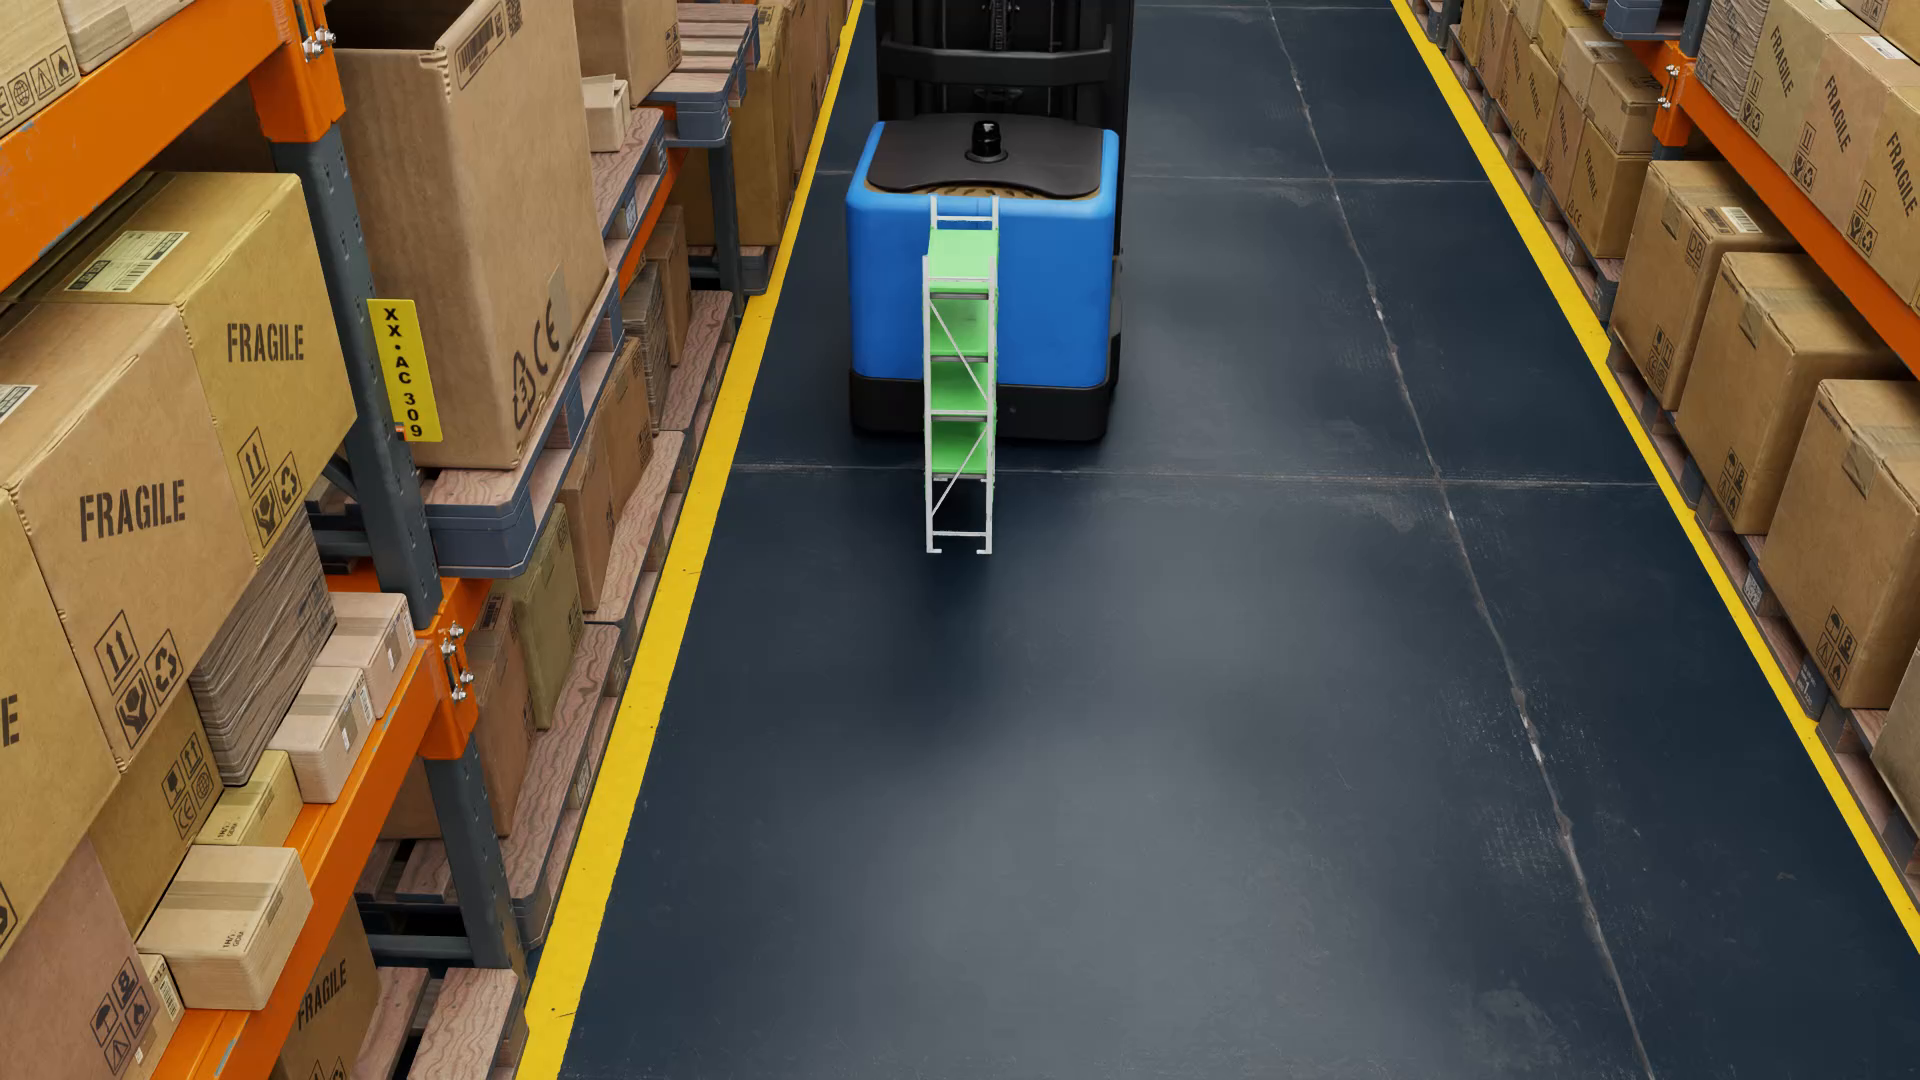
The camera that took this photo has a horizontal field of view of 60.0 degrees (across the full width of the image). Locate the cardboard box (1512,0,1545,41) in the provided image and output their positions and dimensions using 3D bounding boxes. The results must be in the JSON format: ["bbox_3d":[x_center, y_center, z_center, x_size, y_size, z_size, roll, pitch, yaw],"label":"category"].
[{"bbox_3d":[3.266,-2.856,8.862,0.500,0.250,0.500,3,35,4],"label":"cardboard box"}]

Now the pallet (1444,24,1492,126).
[{"bbox_3d":[3.574,-2.829,10.092,1.003,0.211,1.213,1,35,2],"label":"pallet"}]

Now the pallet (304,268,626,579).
[{"bbox_3d":[-1.494,-0.351,4.308,1.003,0.211,1.213,1,35,2],"label":"pallet"}]

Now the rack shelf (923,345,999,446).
[{"bbox_3d":[0.007,-0.534,6.077,0.258,0.148,0.480,1,35,2],"label":"rack shelf"}]

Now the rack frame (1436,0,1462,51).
[{"bbox_3d":[3.603,-4.418,9.927,1.000,3.000,0.127,1,35,2],"label":"rack frame"}]

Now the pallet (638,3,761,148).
[{"bbox_3d":[-1.431,-1.802,6.372,1.213,0.211,1.003,1,35,2],"label":"pallet"}]

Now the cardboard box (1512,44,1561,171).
[{"bbox_3d":[3.238,-2.255,8.659,0.500,0.500,0.500,0,35,0],"label":"cardboard box"}]

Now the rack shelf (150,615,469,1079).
[{"bbox_3d":[-1.750,1.449,2.205,1.077,0.370,4.000,1,35,2],"label":"rack shelf"}]

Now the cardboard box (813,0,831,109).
[{"bbox_3d":[-1.389,-3.011,9.409,1.225,0.875,0.875,0,35,0],"label":"cardboard box"}]

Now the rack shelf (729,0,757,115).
[{"bbox_3d":[-1.429,-3.147,8.745,1.077,0.370,4.000,1,35,2],"label":"rack shelf"}]

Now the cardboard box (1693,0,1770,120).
[{"bbox_3d":[3.155,-1.909,6.270,0.500,0.500,0.500,2,35,2],"label":"cardboard box"}]

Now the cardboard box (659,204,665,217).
[{"bbox_3d":[-1.506,-1.371,6.731,0.500,0.250,0.500,3,35,4],"label":"cardboard box"}]

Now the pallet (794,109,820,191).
[{"bbox_3d":[-1.350,-2.302,9.341,1.003,0.211,1.213,1,35,2],"label":"pallet"}]

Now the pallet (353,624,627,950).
[{"bbox_3d":[-1.640,0.700,5.071,1.003,0.211,1.213,1,35,2],"label":"pallet"}]

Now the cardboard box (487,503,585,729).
[{"bbox_3d":[-1.586,0.223,5.116,0.700,0.500,0.500,1,35,2],"label":"cardboard box"}]

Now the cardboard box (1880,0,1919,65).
[{"bbox_3d":[3.377,-1.726,5.141,0.700,0.500,0.500,1,35,1],"label":"cardboard box"}]

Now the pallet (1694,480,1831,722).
[{"bbox_3d":[3.284,0.172,5.822,1.003,0.211,1.213,1,35,2],"label":"pallet"}]

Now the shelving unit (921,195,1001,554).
[{"bbox_3d":[0.007,-0.586,6.040,0.258,1.200,0.503,1,35,2],"label":"shelving unit"}]

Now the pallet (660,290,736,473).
[{"bbox_3d":[-1.542,-0.702,7.066,1.003,0.211,1.213,1,35,2],"label":"pallet"}]

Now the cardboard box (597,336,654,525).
[{"bbox_3d":[-1.541,-0.419,6.029,0.700,0.500,0.500,4,35,6],"label":"cardboard box"}]

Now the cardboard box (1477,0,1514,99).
[{"bbox_3d":[3.289,-2.844,9.497,0.500,0.500,0.500,3,35,4],"label":"cardboard box"}]

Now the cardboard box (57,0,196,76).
[{"bbox_3d":[-1.427,-0.892,2.432,0.500,0.250,0.500,3,35,4],"label":"cardboard box"}]

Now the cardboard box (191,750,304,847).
[{"bbox_3d":[-1.474,0.525,3.113,0.380,0.149,0.250,1,35,2],"label":"cardboard box"}]

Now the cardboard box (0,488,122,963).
[{"bbox_3d":[-1.453,0.274,2.037,0.500,0.500,0.500,1,35,2],"label":"cardboard box"}]

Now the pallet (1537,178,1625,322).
[{"bbox_3d":[3.476,-1.428,8.098,1.003,0.211,1.213,1,35,2],"label":"pallet"}]

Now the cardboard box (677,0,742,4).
[{"bbox_3d":[-1.218,-2.606,7.262,0.500,0.500,0.500,2,35,3],"label":"cardboard box"}]

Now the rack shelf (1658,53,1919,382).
[{"bbox_3d":[3.362,-0.676,5.229,1.077,0.370,4.000,1,35,2],"label":"rack shelf"}]

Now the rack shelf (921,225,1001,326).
[{"bbox_3d":[0.007,-0.926,5.801,0.258,0.148,0.480,1,35,2],"label":"rack shelf"}]

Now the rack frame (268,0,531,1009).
[{"bbox_3d":[-1.670,0.006,3.633,1.000,3.000,0.127,1,35,2],"label":"rack frame"}]

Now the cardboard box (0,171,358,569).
[{"bbox_3d":[-1.413,-0.301,2.854,0.500,0.500,0.500,1,35,2],"label":"cardboard box"}]

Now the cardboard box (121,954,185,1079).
[{"bbox_3d":[-1.515,0.812,2.705,0.380,0.149,0.250,1,35,2],"label":"cardboard box"}]

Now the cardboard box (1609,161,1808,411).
[{"bbox_3d":[3.328,-1.023,6.688,1.050,0.750,0.750,1,35,1],"label":"cardboard box"}]

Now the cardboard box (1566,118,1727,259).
[{"bbox_3d":[3.208,-1.653,7.802,0.500,0.500,0.500,1,35,2],"label":"cardboard box"}]

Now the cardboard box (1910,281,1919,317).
[{"bbox_3d":[3.077,-0.749,4.620,0.500,0.500,0.500,2,35,2],"label":"cardboard box"}]

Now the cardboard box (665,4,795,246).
[{"bbox_3d":[-1.461,-1.991,7.956,1.225,0.875,0.875,0,35,0],"label":"cardboard box"}]

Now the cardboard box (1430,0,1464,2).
[{"bbox_3d":[3.279,-3.656,10.958,0.380,0.149,0.250,2,35,2],"label":"cardboard box"}]

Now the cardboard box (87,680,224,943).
[{"bbox_3d":[-1.805,0.387,2.745,0.875,0.500,0.500,1,35,2],"label":"cardboard box"}]

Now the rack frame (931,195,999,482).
[{"bbox_3d":[0.016,-0.726,6.240,0.240,1.200,0.015,1,35,2],"label":"rack frame"}]

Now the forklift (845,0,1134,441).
[{"bbox_3d":[0.212,-2.428,7.155,1.130,2.935,3.031,3,35,5],"label":"forklift"}]

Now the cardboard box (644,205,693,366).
[{"bbox_3d":[-1.516,-1.064,6.947,0.700,0.500,0.500,0,35,-1],"label":"cardboard box"}]

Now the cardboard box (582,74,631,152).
[{"bbox_3d":[-1.306,-1.445,5.449,0.396,0.266,0.258,0,35,1],"label":"cardboard box"}]

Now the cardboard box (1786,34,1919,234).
[{"bbox_3d":[3.117,-1.327,5.442,0.500,0.500,0.500,1,35,2],"label":"cardboard box"}]

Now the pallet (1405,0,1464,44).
[{"bbox_3d":[3.595,-3.663,11.279,1.003,0.211,1.213,1,35,2],"label":"pallet"}]

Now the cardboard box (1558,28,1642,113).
[{"bbox_3d":[3.218,-2.265,8.020,0.500,0.250,0.500,2,35,3],"label":"cardboard box"}]

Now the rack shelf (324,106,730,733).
[{"bbox_3d":[-1.589,-0.849,5.475,1.077,0.370,4.000,1,35,2],"label":"rack shelf"}]

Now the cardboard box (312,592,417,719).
[{"bbox_3d":[-1.385,0.239,3.520,0.380,0.149,0.250,1,35,2],"label":"cardboard box"}]

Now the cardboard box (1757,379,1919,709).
[{"bbox_3d":[3.260,0.014,5.212,1.050,0.750,0.750,1,35,2],"label":"cardboard box"}]
